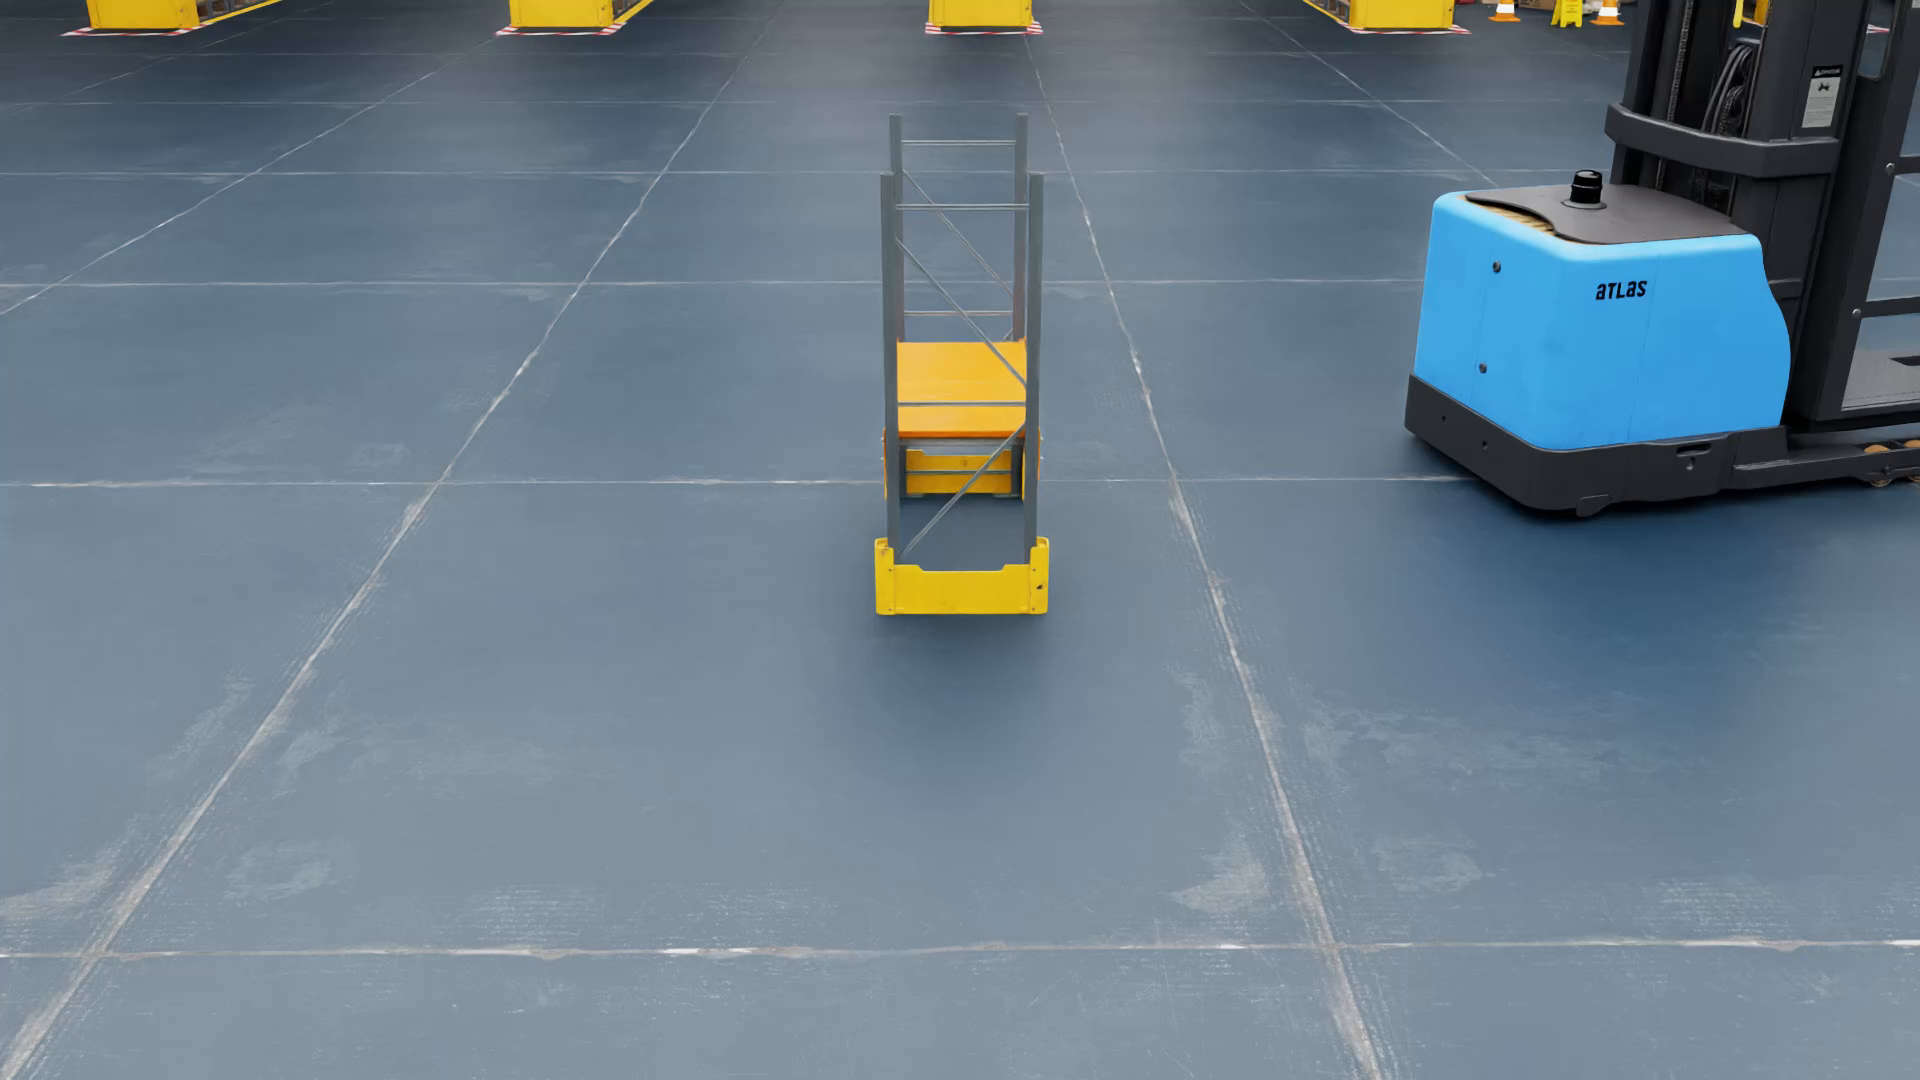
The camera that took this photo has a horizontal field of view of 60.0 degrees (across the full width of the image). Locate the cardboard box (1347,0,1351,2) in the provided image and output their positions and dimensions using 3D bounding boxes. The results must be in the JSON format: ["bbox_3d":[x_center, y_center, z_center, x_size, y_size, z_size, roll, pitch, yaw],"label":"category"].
[{"bbox_3d":[5.150,-6.985,20.124,0.875,0.875,0.875,0,24,0],"label":"cardboard box"}]

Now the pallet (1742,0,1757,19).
[{"bbox_3d":[10.198,-6.643,20.681,1.003,0.211,1.213,0,24,-1],"label":"pallet"}]

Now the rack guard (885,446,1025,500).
[{"bbox_3d":[-0.005,-0.288,6.583,0.587,0.250,0.087,0,24,-1],"label":"rack guard"}]

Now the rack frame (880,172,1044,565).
[{"bbox_3d":[0.006,-0.439,5.400,0.500,1.500,0.032,0,24,-1],"label":"rack frame"}]

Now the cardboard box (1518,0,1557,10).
[{"bbox_3d":[7.622,-7.122,21.386,0.797,0.503,0.637,-19,31,-36],"label":"cardboard box"}]

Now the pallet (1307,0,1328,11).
[{"bbox_3d":[5.127,-7.043,21.566,1.003,0.211,1.213,0,24,-1],"label":"pallet"}]

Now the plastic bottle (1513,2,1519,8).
[{"bbox_3d":[7.065,-6.908,21.450,0.133,0.061,0.283,-9,26,-19],"label":"plastic bottle"}]

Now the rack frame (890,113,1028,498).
[{"bbox_3d":[-0.005,-0.858,6.326,0.500,1.500,0.032,0,24,-1],"label":"rack frame"}]

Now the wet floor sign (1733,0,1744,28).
[{"bbox_3d":[9.105,-6.391,19.598,0.267,0.644,0.232,8,26,18],"label":"wet floor sign"}]

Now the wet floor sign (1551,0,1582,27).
[{"bbox_3d":[7.204,-6.407,19.634,0.267,0.644,0.232,-4,25,-10],"label":"wet floor sign"}]

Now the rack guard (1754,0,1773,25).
[{"bbox_3d":[10.172,-6.439,19.881,1.175,0.500,0.348,0,24,-1],"label":"rack guard"}]

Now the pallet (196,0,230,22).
[{"bbox_3d":[-9.693,-6.504,20.374,1.003,0.211,1.213,0,24,-1],"label":"pallet"}]

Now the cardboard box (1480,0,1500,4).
[{"bbox_3d":[7.041,-7.186,21.815,0.396,0.266,0.258,4,25,9],"label":"cardboard box"}]

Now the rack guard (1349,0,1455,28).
[{"bbox_3d":[5.224,-6.334,19.649,1.175,0.500,0.348,0,24,-1],"label":"rack guard"}]

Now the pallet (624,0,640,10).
[{"bbox_3d":[-4.751,-7.077,21.641,1.003,0.211,1.213,0,24,-1],"label":"pallet"}]

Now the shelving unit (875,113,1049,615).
[{"bbox_3d":[0.001,-0.652,5.871,0.587,1.500,1.083,0,24,-1],"label":"shelving unit"}]

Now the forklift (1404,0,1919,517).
[{"bbox_3d":[3.487,-1.753,6.568,3.031,2.935,1.130,-7,25,-15],"label":"forklift"}]

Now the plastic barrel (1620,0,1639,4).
[{"bbox_3d":[8.636,-7.217,21.694,0.512,0.421,0.421,19,30,35],"label":"plastic barrel"}]

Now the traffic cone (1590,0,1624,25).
[{"bbox_3d":[7.772,-6.417,19.877,0.336,0.463,0.334,0,24,-1],"label":"traffic cone"}]

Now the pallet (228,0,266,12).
[{"bbox_3d":[-9.703,-7.005,21.483,1.003,0.211,1.213,0,24,-1],"label":"pallet"}]

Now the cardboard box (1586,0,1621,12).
[{"bbox_3d":[8.138,-6.779,21.057,0.380,0.149,0.250,13,27,27],"label":"cardboard box"}]

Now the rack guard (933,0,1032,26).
[{"bbox_3d":[0.262,-6.395,19.782,1.175,0.500,0.348,0,24,-1],"label":"rack guard"}]

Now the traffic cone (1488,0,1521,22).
[{"bbox_3d":[6.638,-6.552,20.176,0.336,0.463,0.334,0,24,-1],"label":"traffic cone"}]

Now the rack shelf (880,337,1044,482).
[{"bbox_3d":[0.001,-0.484,5.937,0.538,0.185,1.000,0,24,-1],"label":"rack shelf"}]

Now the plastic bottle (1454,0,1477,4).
[{"bbox_3d":[6.623,-7.057,21.779,0.283,0.061,0.133,-9,26,-19],"label":"plastic bottle"}]

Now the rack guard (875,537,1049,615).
[{"bbox_3d":[0.006,0.123,5.675,0.587,0.250,0.087,0,24,-1],"label":"rack guard"}]

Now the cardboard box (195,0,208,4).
[{"bbox_3d":[-9.426,-6.620,20.074,0.500,0.250,0.500,0,24,-1],"label":"cardboard box"}]

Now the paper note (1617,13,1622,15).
[{"bbox_3d":[8.172,-6.575,20.750,0.148,0.019,0.142,-9,26,-19],"label":"paper note"}]

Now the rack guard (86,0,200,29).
[{"bbox_3d":[-9.642,-6.311,19.596,1.175,0.500,0.348,0,24,-1],"label":"rack guard"}]

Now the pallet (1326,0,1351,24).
[{"bbox_3d":[5.137,-6.542,20.458,1.003,0.211,1.213,0,24,-1],"label":"pallet"}]

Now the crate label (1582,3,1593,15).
[{"bbox_3d":[7.701,-6.593,20.660,0.250,0.136,0.298,-14,28,-28],"label":"crate label"}]

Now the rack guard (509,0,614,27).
[{"bbox_3d":[-4.737,-6.372,19.733,1.175,0.500,0.348,0,24,-1],"label":"rack guard"}]

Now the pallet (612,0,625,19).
[{"bbox_3d":[-4.741,-6.575,20.532,1.003,0.211,1.213,0,24,-1],"label":"pallet"}]
